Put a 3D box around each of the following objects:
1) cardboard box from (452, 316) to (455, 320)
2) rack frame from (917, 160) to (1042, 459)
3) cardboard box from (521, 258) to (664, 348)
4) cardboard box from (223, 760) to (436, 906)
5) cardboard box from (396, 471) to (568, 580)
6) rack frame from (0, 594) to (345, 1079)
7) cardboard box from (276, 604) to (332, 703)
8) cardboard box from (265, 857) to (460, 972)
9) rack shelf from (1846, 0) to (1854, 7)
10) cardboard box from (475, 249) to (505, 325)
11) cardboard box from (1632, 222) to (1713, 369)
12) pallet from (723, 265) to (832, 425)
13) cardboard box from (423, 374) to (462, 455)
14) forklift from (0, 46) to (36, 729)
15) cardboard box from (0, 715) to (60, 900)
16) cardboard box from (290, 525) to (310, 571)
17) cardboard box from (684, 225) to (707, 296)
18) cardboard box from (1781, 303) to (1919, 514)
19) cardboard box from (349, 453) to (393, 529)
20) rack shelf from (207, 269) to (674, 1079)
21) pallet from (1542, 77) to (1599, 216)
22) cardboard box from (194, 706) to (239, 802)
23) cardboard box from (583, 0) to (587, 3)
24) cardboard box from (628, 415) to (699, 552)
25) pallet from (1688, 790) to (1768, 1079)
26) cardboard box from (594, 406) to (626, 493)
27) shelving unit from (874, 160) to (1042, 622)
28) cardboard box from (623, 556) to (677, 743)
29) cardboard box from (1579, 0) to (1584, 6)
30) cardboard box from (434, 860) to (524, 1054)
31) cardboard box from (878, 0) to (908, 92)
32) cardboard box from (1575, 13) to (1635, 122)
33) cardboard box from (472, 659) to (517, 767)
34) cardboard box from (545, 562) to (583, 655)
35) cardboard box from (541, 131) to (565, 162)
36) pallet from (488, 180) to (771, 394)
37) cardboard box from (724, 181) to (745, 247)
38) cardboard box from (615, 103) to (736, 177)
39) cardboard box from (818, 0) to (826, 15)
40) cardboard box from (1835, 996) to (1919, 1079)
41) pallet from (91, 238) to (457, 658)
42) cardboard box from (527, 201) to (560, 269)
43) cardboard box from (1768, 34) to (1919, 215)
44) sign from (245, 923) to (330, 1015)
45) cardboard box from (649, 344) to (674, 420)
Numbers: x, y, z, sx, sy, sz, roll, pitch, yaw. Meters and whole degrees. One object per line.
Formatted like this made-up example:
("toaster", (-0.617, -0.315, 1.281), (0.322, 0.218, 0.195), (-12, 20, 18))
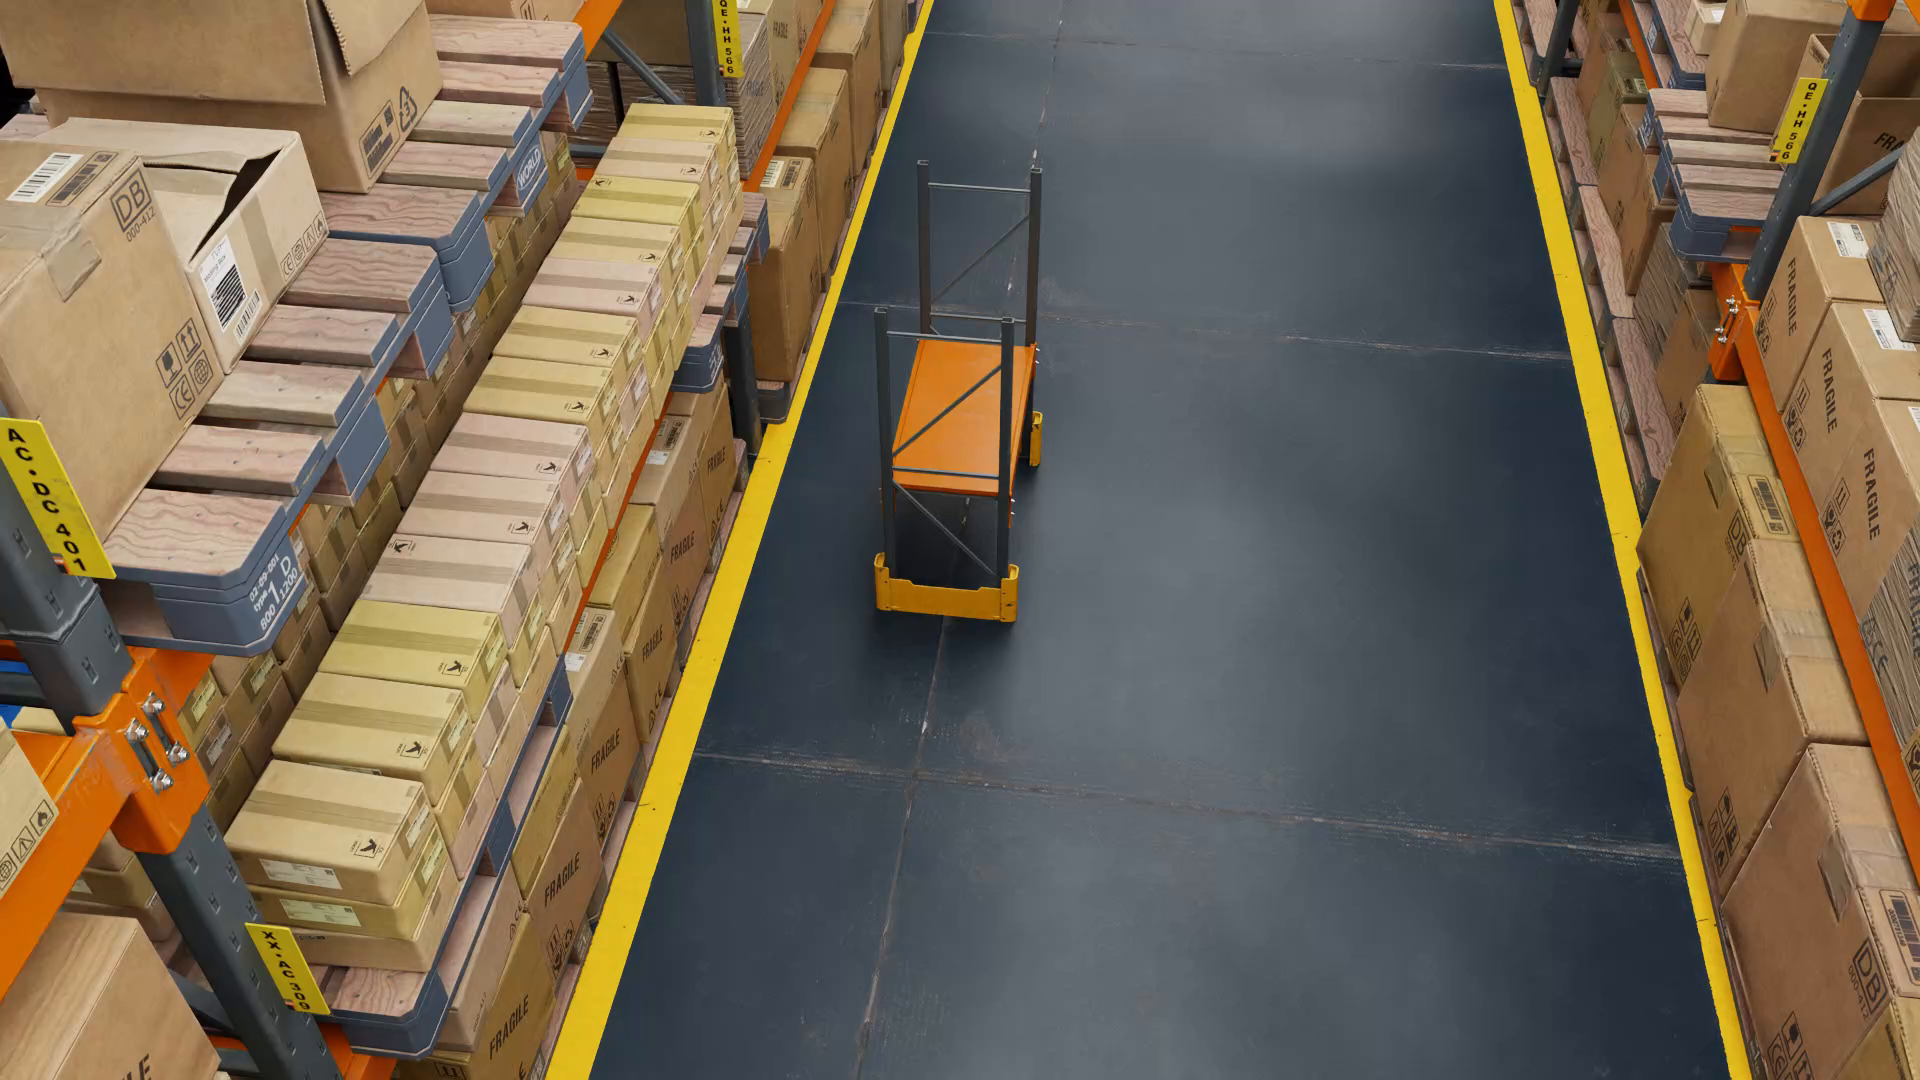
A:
("cardboard box", (-1.813, -0.819, 5.378), (0.380, 0.149, 0.250), (7, 44, 7))
("rack frame", (0.078, -0.949, 7.162), (0.500, 1.500, 0.032), (5, 44, 6))
("cardboard box", (-1.170, -0.760, 5.316), (0.380, 0.149, 0.250), (5, 44, 6))
("cardboard box", (-1.441, 0.668, 3.807), (0.380, 0.149, 0.250), (7, 44, 8))
("cardboard box", (-1.305, -0.041, 4.557), (0.380, 0.149, 0.250), (5, 44, 5))
("rack frame", (-1.949, 1.172, 3.831), (1.000, 3.000, 0.127), (5, 44, 6))
("cardboard box", (-1.991, 0.304, 4.624), (0.380, 0.149, 0.250), (3, 44, 3))
("cardboard box", (-1.441, 0.884, 4.012), (0.380, 0.149, 0.250), (3, 44, 3))
("rack shelf", (3.747, -3.225, 6.816), (1.077, 0.370, 4.000), (5, 44, 6))
("cardboard box", (-1.782, -0.873, 5.651), (0.380, 0.149, 0.250), (5, 44, 6))
("cardboard box", (3.612, -1.124, 7.754), (0.700, 0.500, 0.500), (2, 43, 2))
("pallet", (-1.241, -1.072, 8.229), (1.003, 0.211, 1.213), (5, 44, 6))
("cardboard box", (-1.853, -0.425, 5.394), (0.380, 0.149, 0.250), (6, 44, 6))
("forklift", (-3.462, -1.074, 6.252), (1.130, 2.935, 3.031), (4, 44, 4))
("cardboard box", (-1.746, 0.496, 2.472), (0.500, 0.250, 0.500), (6, 44, 7))
("cardboard box", (-1.984, 0.065, 4.444), (0.380, 0.149, 0.250), (5, 44, 5))
("cardboard box", (-1.100, -0.984, 5.768), (0.380, 0.149, 0.250), (6, 44, 7))
("cardboard box", (3.083, -0.412, 5.431), (0.500, 0.500, 0.500), (4, 44, 4))
("cardboard box", (-1.921, -0.185, 4.925), (0.380, 0.149, 0.250), (5, 44, 6))
("rack shelf", (-1.685, 0.070, 5.517), (1.077, 0.370, 4.000), (5, 44, 6))
("pallet", (3.910, -2.217, 9.438), (1.003, 0.211, 1.213), (5, 44, 6))
("cardboard box", (-2.058, 0.534, 4.165), (0.380, 0.149, 0.250), (6, 44, 6))
("cardboard box", (-1.297, -1.925, 4.847), (0.500, 0.500, 0.500), (5, 44, 6))
("cardboard box", (-1.307, -0.236, 6.285), (0.500, 0.250, 0.500), (6, 44, 6))
("pallet", (3.140, 1.338, 5.684), (1.003, 0.211, 1.213), (5, 44, 6))
("cardboard box", (-1.236, -0.290, 5.036), (0.380, 0.149, 0.250), (4, 44, 5))
("shelving unit", (0.010, -0.597, 6.789), (0.587, 1.500, 1.083), (5, 44, 6))
("cardboard box", (-1.374, 0.389, 6.170), (0.500, 0.500, 0.500), (3, 44, 4))
("cardboard box", (4.172, -3.665, 10.452), (0.500, 0.500, 0.500), (19, 46, 19))
("cardboard box", (-1.589, 1.175, 4.794), (0.500, 0.250, 0.500), (3, 44, 4))
("cardboard box", (-0.884, -3.185, 9.762), (1.050, 0.750, 0.750), (5, 44, 5))
("cardboard box", (3.909, -2.596, 9.308), (0.700, 0.500, 0.500), (2, 43, 2))
("cardboard box", (-1.375, 0.423, 4.282), (0.380, 0.149, 0.250), (6, 44, 7))
("cardboard box", (-1.306, 0.180, 4.755), (0.380, 0.149, 0.250), (3, 44, 4))
("cardboard box", (-1.674, -1.531, 6.130), (0.380, 0.149, 0.250), (5, 44, 6))
("pallet", (-1.409, -0.989, 6.252), (1.213, 0.211, 1.003), (5, 44, 6))
("cardboard box", (-1.030, -1.237, 6.252), (0.380, 0.149, 0.250), (6, 44, 6))
("cardboard box", (-1.031, -1.456, 6.050), (0.380, 0.149, 0.250), (4, 44, 4))
("cardboard box", (-0.894, -2.902, 8.060), (0.500, 0.500, 0.500), (5, 44, 5))
("cardboard box", (3.019, 1.873, 4.330), (1.225, 0.875, 0.875), (5, 44, 6))
("pallet", (-1.762, -0.260, 3.298), (1.213, 0.211, 1.003), (5, 44, 6))
("cardboard box", (-1.715, -1.146, 6.156), (0.380, 0.149, 0.250), (7, 44, 8))
("cardboard box", (3.515, -1.595, 6.375), (0.500, 0.500, 0.500), (0, 43, 0))
("sign", (-1.410, 0.902, 3.486), (0.100, 0.325, 0.005), (5, 44, 6))
("cardboard box", (-1.169, -0.540, 5.516), (0.380, 0.149, 0.250), (3, 44, 4))
